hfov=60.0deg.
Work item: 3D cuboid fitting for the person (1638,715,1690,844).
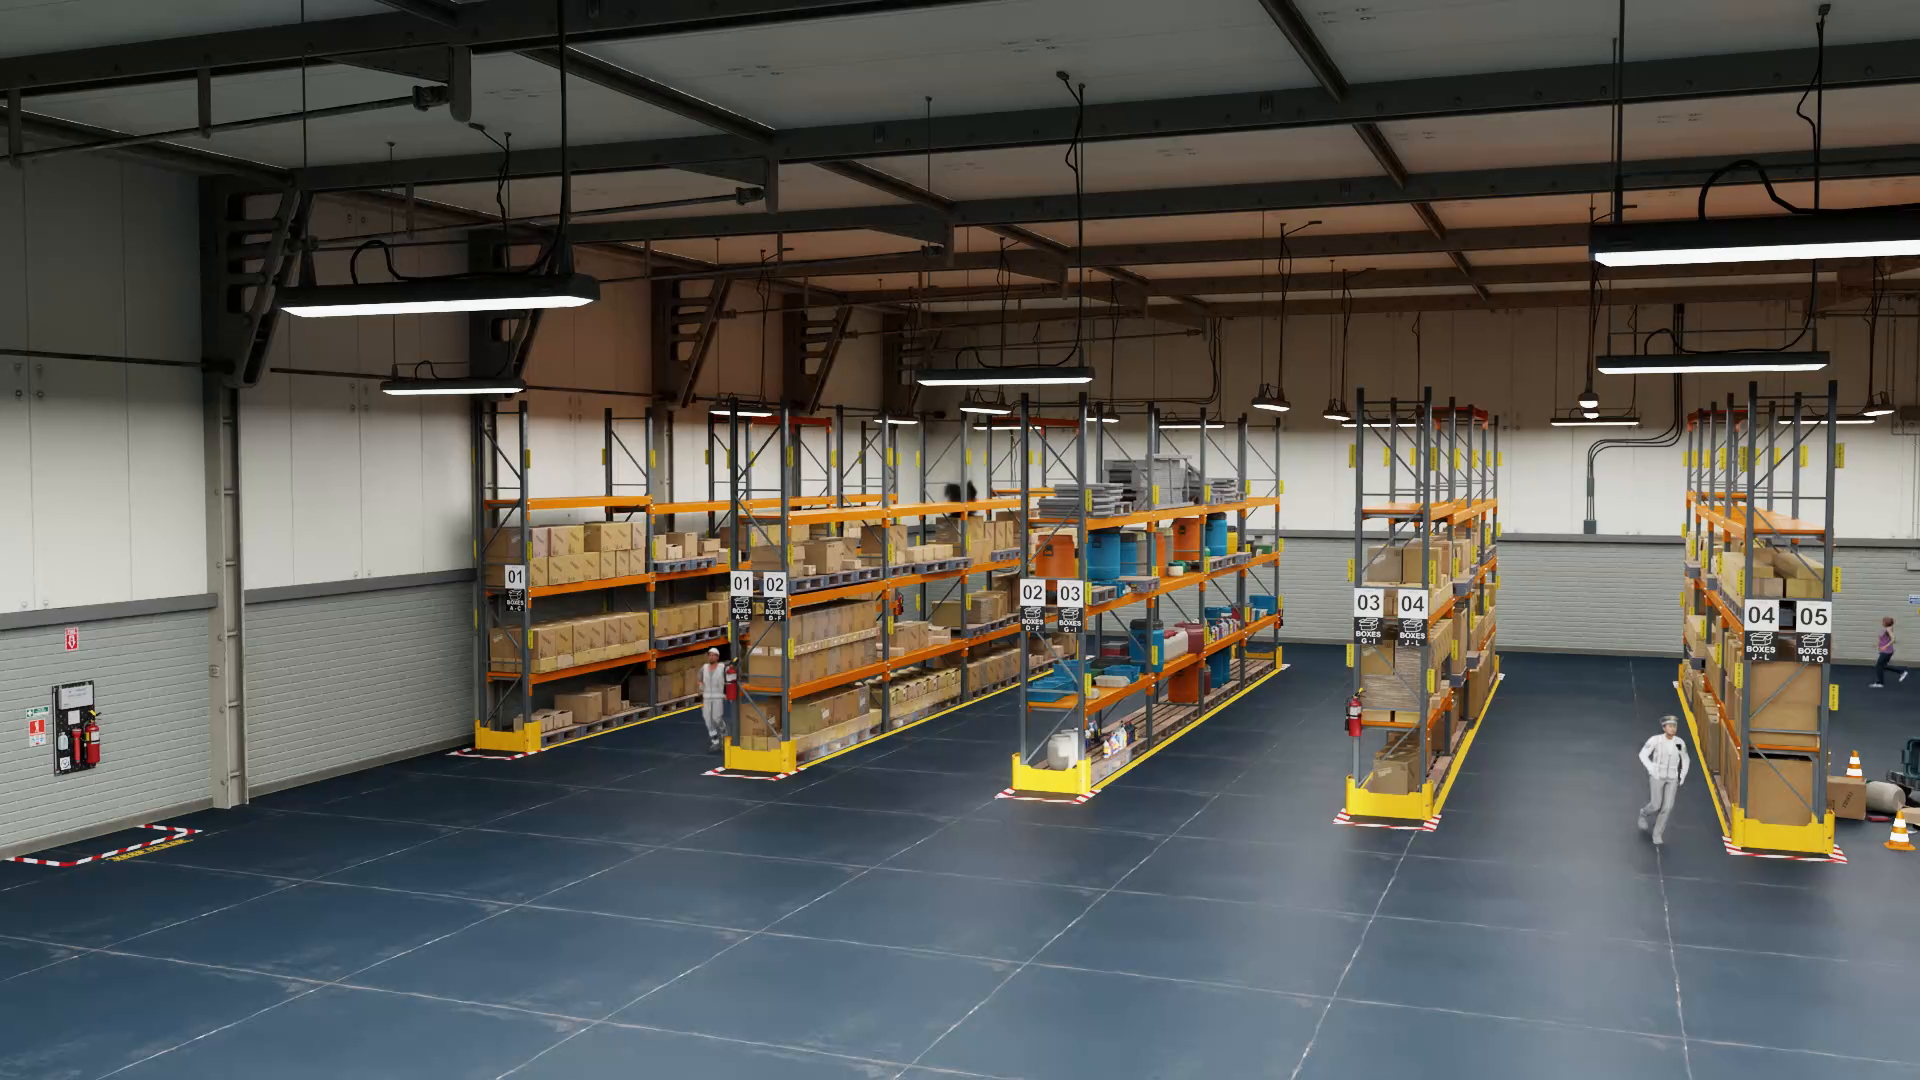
[{"bbox_3d":[9.267,3.128,21.861,0.641,1.686,0.613,0,3,5],"label":"person"}]

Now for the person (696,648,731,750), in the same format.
[{"bbox_3d":[-4.218,2.730,28.474,0.667,1.760,0.620,1,3,13],"label":"person"}]

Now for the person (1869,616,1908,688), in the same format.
[{"bbox_3d":[20.294,2.460,36.316,0.742,1.580,0.548,2,3,29],"label":"person"}]
